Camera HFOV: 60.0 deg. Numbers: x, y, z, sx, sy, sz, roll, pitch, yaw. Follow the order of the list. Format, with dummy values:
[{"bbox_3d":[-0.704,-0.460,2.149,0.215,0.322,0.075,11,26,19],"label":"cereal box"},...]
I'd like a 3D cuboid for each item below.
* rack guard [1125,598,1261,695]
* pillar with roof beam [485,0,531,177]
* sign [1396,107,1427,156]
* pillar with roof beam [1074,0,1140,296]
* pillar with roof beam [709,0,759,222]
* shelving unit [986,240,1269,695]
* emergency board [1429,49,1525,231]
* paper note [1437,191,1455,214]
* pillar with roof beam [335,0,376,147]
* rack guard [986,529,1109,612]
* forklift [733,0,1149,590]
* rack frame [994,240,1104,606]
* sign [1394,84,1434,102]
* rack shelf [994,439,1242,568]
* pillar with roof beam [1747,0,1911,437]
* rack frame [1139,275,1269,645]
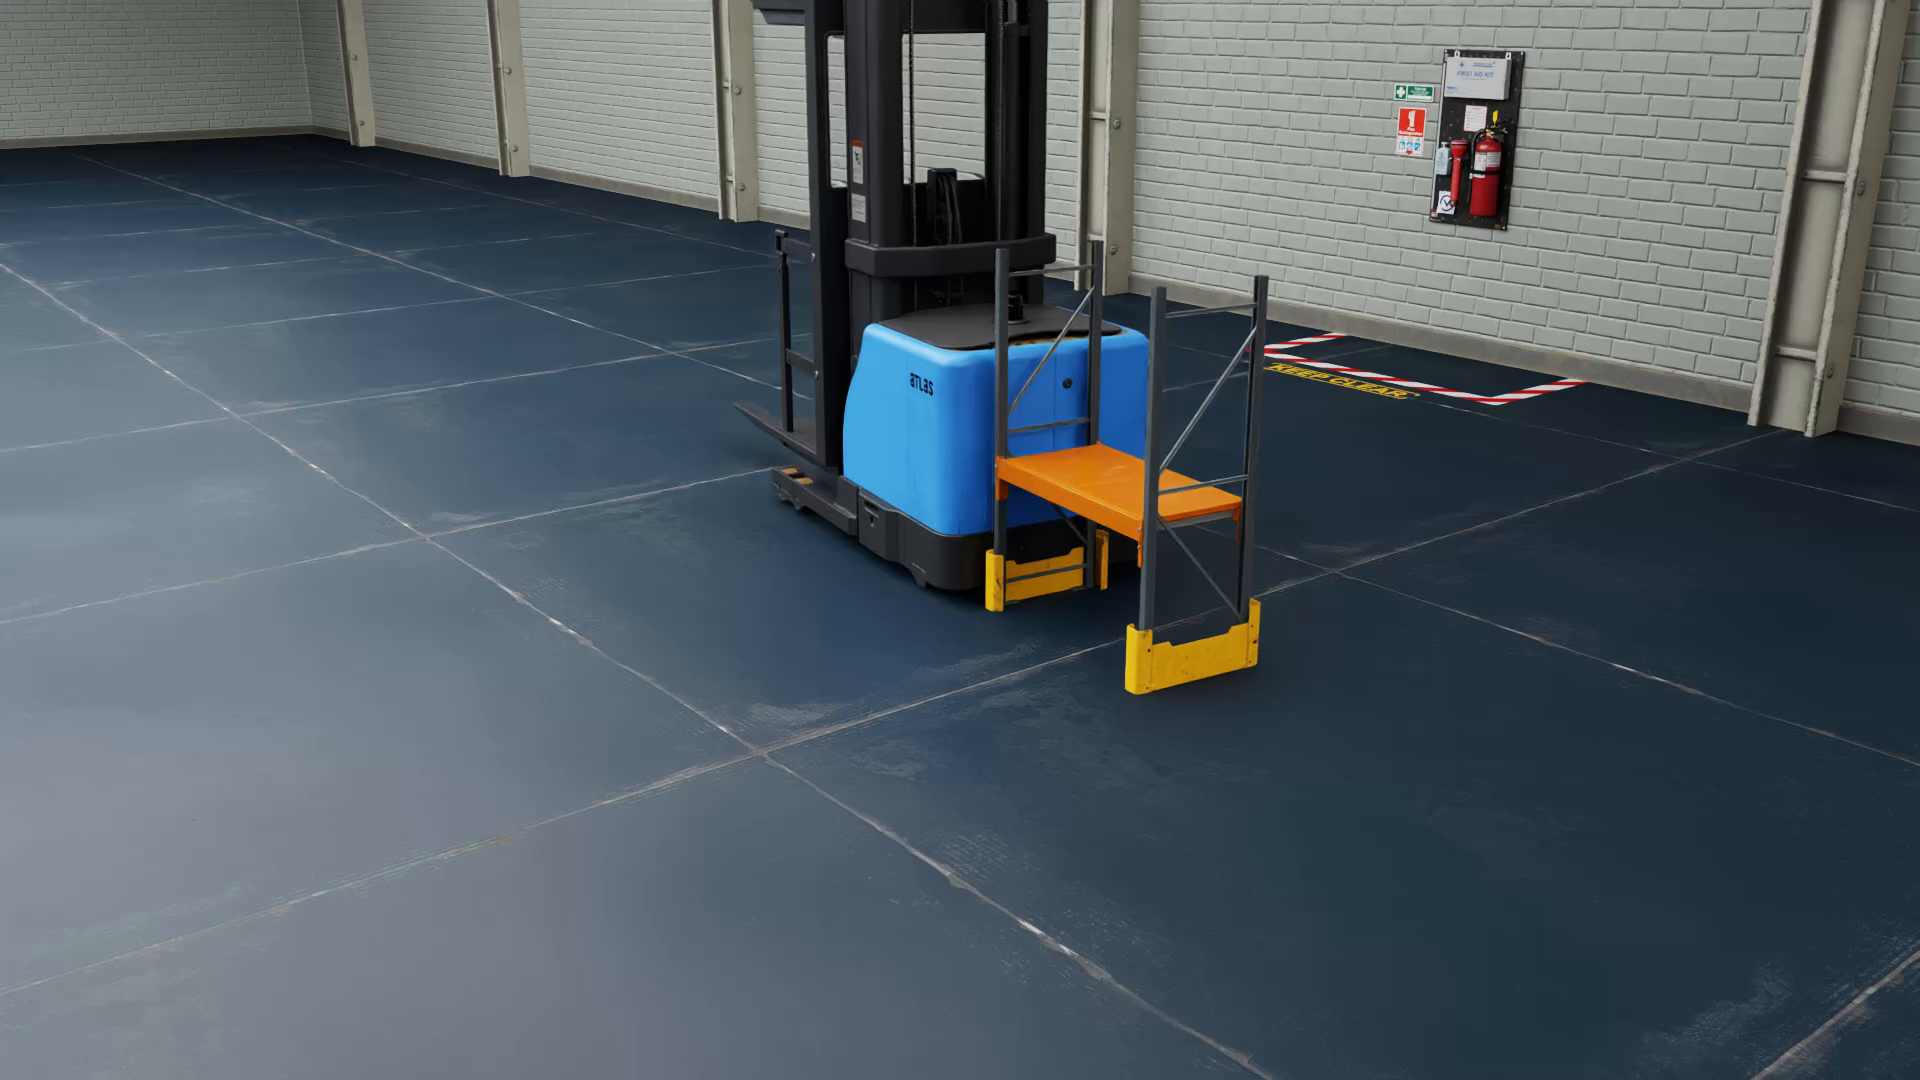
[{"bbox_3d":[0.881,0.397,6.266,0.587,0.250,0.087,-11,21,-29],"label":"rack guard"},{"bbox_3d":[-9.596,-8.542,19.344,9.100,9.000,0.400,-14,23,-36],"label":"pillar with roof beam"},{"bbox_3d":[3.188,-2.889,11.758,0.001,0.329,0.234,-14,23,-36],"label":"sign"},{"bbox_3d":[-2.145,-5.585,10.414,9.100,9.000,0.400,-14,23,-36],"label":"pillar with roof beam"},{"bbox_3d":[-5.871,-7.064,14.879,9.100,9.000,0.400,-14,23,-36],"label":"pillar with roof beam"},{"bbox_3d":[0.627,-0.331,6.476,0.587,1.500,1.083,-11,21,-29],"label":"shelving unit"},{"bbox_3d":[3.450,-2.715,11.291,0.194,1.169,0.643,-14,23,-36],"label":"emergency board"},{"bbox_3d":[3.394,-2.354,11.602,0.016,0.148,0.142,-14,23,-36],"label":"paper note"},{"bbox_3d":[-13.321,-10.021,23.809,9.100,9.000,0.400,-14,23,-36],"label":"pillar with roof beam"},{"bbox_3d":[0.374,0.128,7.080,0.587,0.250,0.087,-11,21,-29],"label":"rack guard"},{"bbox_3d":[-0.303,-1.597,8.023,1.130,2.935,3.031,-9,21,-26],"label":"forklift"},{"bbox_3d":[0.364,-0.471,6.899,0.500,1.500,0.032,-11,21,-29],"label":"rack frame"},{"bbox_3d":[3.184,-3.137,11.666,0.001,0.109,0.331,-14,23,-36],"label":"sign"},{"bbox_3d":[0.623,-0.163,6.540,0.538,0.185,1.000,-11,21,-29],"label":"rack shelf"},{"bbox_3d":[1.580,-4.107,5.949,9.100,9.000,0.400,-14,23,-36],"label":"pillar with roof beam"},{"bbox_3d":[0.881,-0.196,6.068,0.500,1.500,0.032,-11,21,-29],"label":"rack frame"}]
